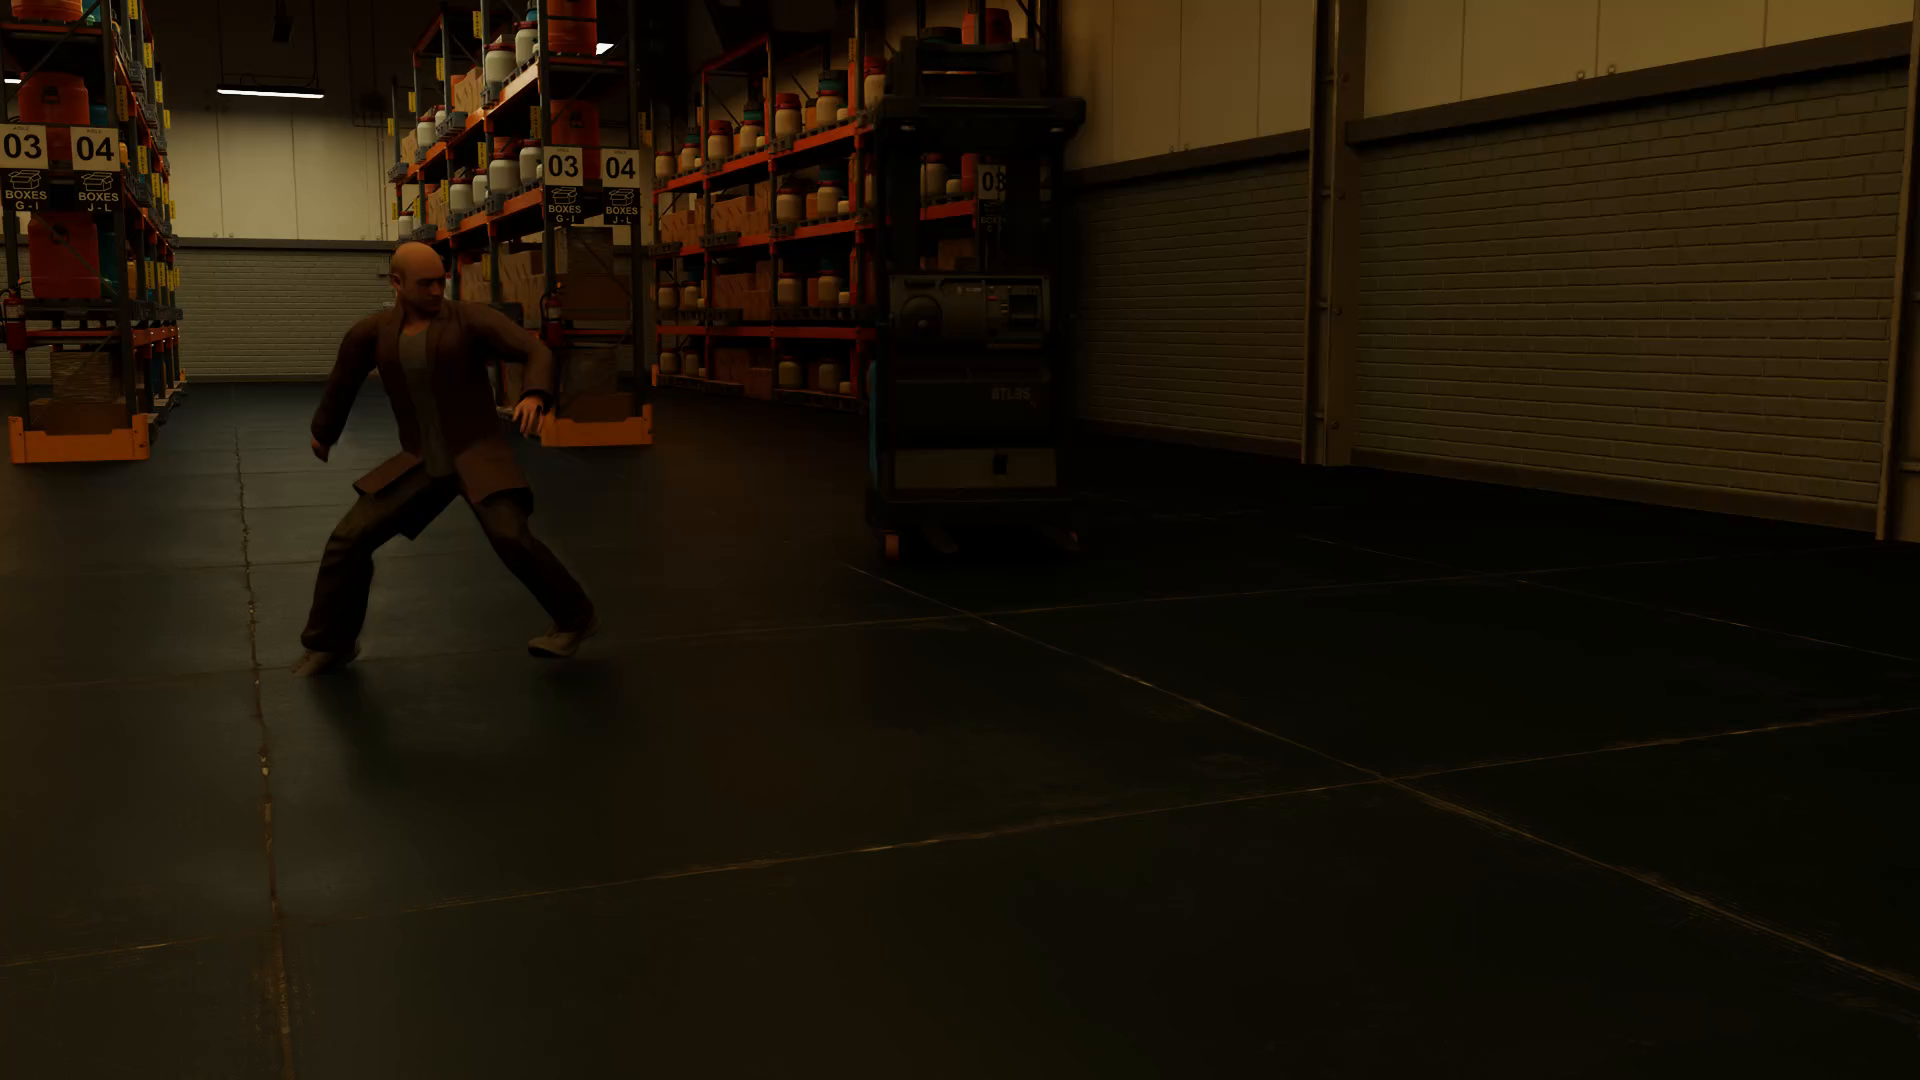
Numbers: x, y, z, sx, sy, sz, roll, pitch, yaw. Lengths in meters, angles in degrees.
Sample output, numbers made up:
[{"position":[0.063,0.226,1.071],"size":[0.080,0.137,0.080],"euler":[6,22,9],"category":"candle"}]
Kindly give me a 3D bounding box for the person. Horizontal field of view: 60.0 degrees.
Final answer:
[{"position":[-2.032,-0.261,6.325],"size":[1.192,1.713,0.618],"euler":[2,8,13],"category":"person"}]

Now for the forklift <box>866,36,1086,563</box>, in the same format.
[{"position":[0.084,-1.373,9.357],"size":[1.130,2.935,3.031],"euler":[-1,8,-6],"category":"forklift"}]
